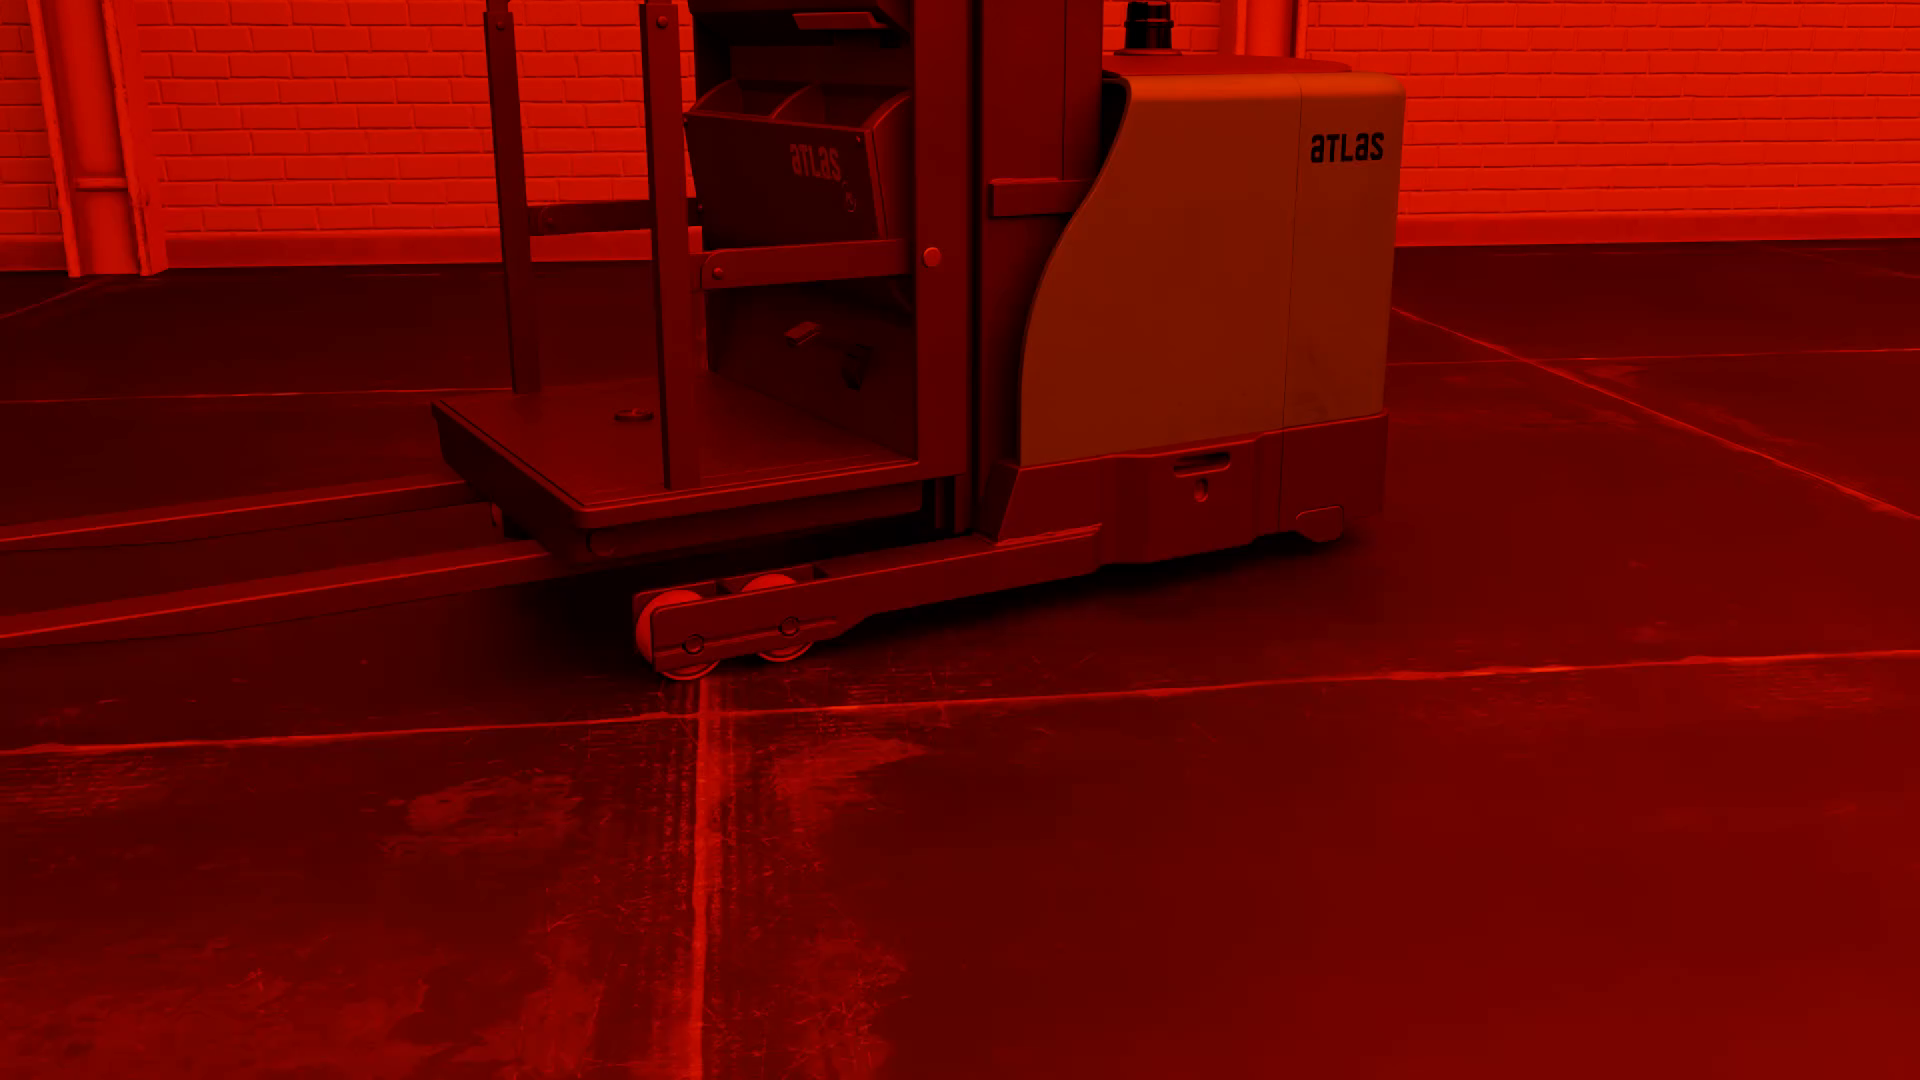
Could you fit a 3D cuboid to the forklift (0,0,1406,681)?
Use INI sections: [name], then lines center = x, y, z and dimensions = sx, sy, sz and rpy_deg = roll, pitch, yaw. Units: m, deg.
[forklift]
center = -0.526, -1.315, 3.251
dimensions = 3.031, 2.935, 1.130
rpy_deg = -10, 19, -29
